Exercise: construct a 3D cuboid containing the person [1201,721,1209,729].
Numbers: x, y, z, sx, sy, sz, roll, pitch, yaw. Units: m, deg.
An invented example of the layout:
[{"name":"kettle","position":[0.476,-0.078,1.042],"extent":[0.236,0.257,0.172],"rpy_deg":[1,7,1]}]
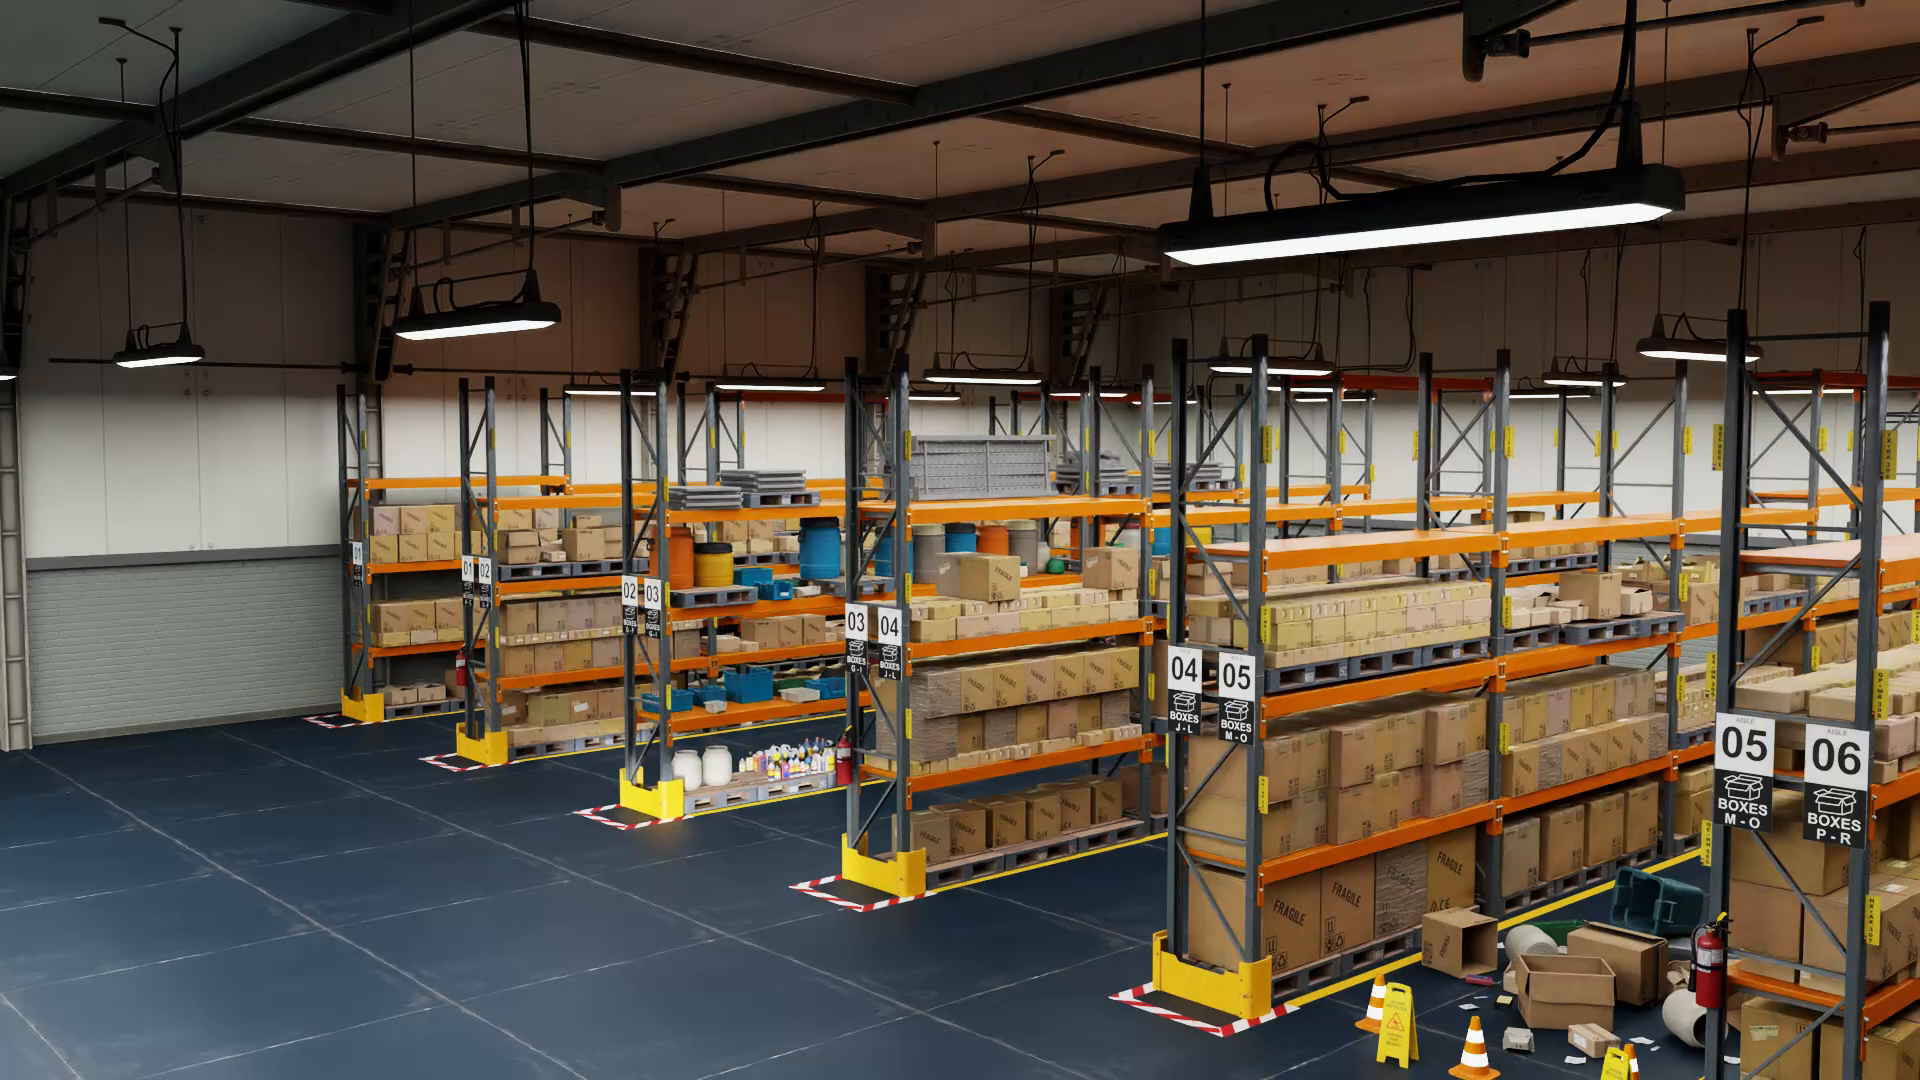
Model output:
[{"name":"person","position":[3.077,3.023,20.405],"extent":[0.591,1.626,0.498],"rpy_deg":[-2,4,-33]}]
